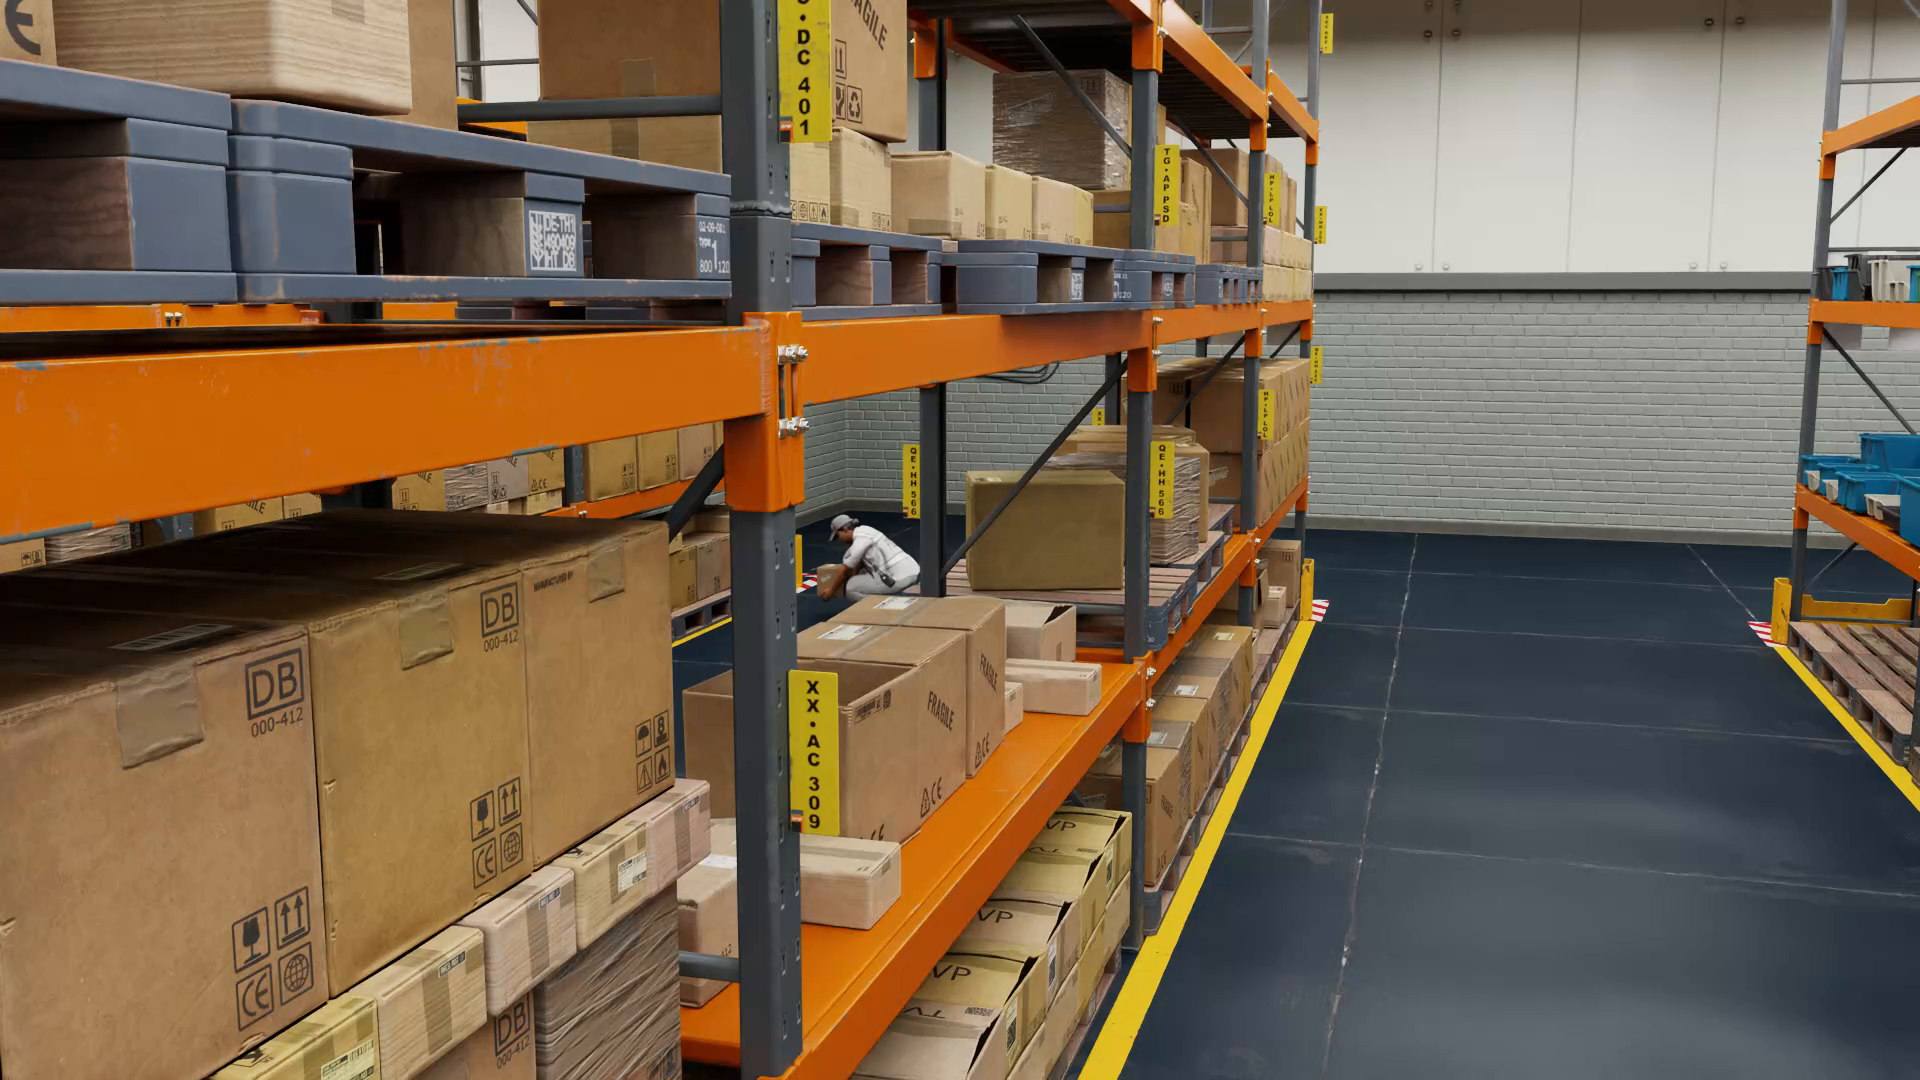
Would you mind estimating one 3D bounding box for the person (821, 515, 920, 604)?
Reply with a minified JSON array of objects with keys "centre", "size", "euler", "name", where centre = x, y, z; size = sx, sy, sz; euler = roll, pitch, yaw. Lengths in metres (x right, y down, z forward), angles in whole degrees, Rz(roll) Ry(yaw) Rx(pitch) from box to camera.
[{"centre":[-0.788,0.244,14.715],"size":[0.846,0.938,0.526],"euler":[2,9,16],"name":"person"}]
